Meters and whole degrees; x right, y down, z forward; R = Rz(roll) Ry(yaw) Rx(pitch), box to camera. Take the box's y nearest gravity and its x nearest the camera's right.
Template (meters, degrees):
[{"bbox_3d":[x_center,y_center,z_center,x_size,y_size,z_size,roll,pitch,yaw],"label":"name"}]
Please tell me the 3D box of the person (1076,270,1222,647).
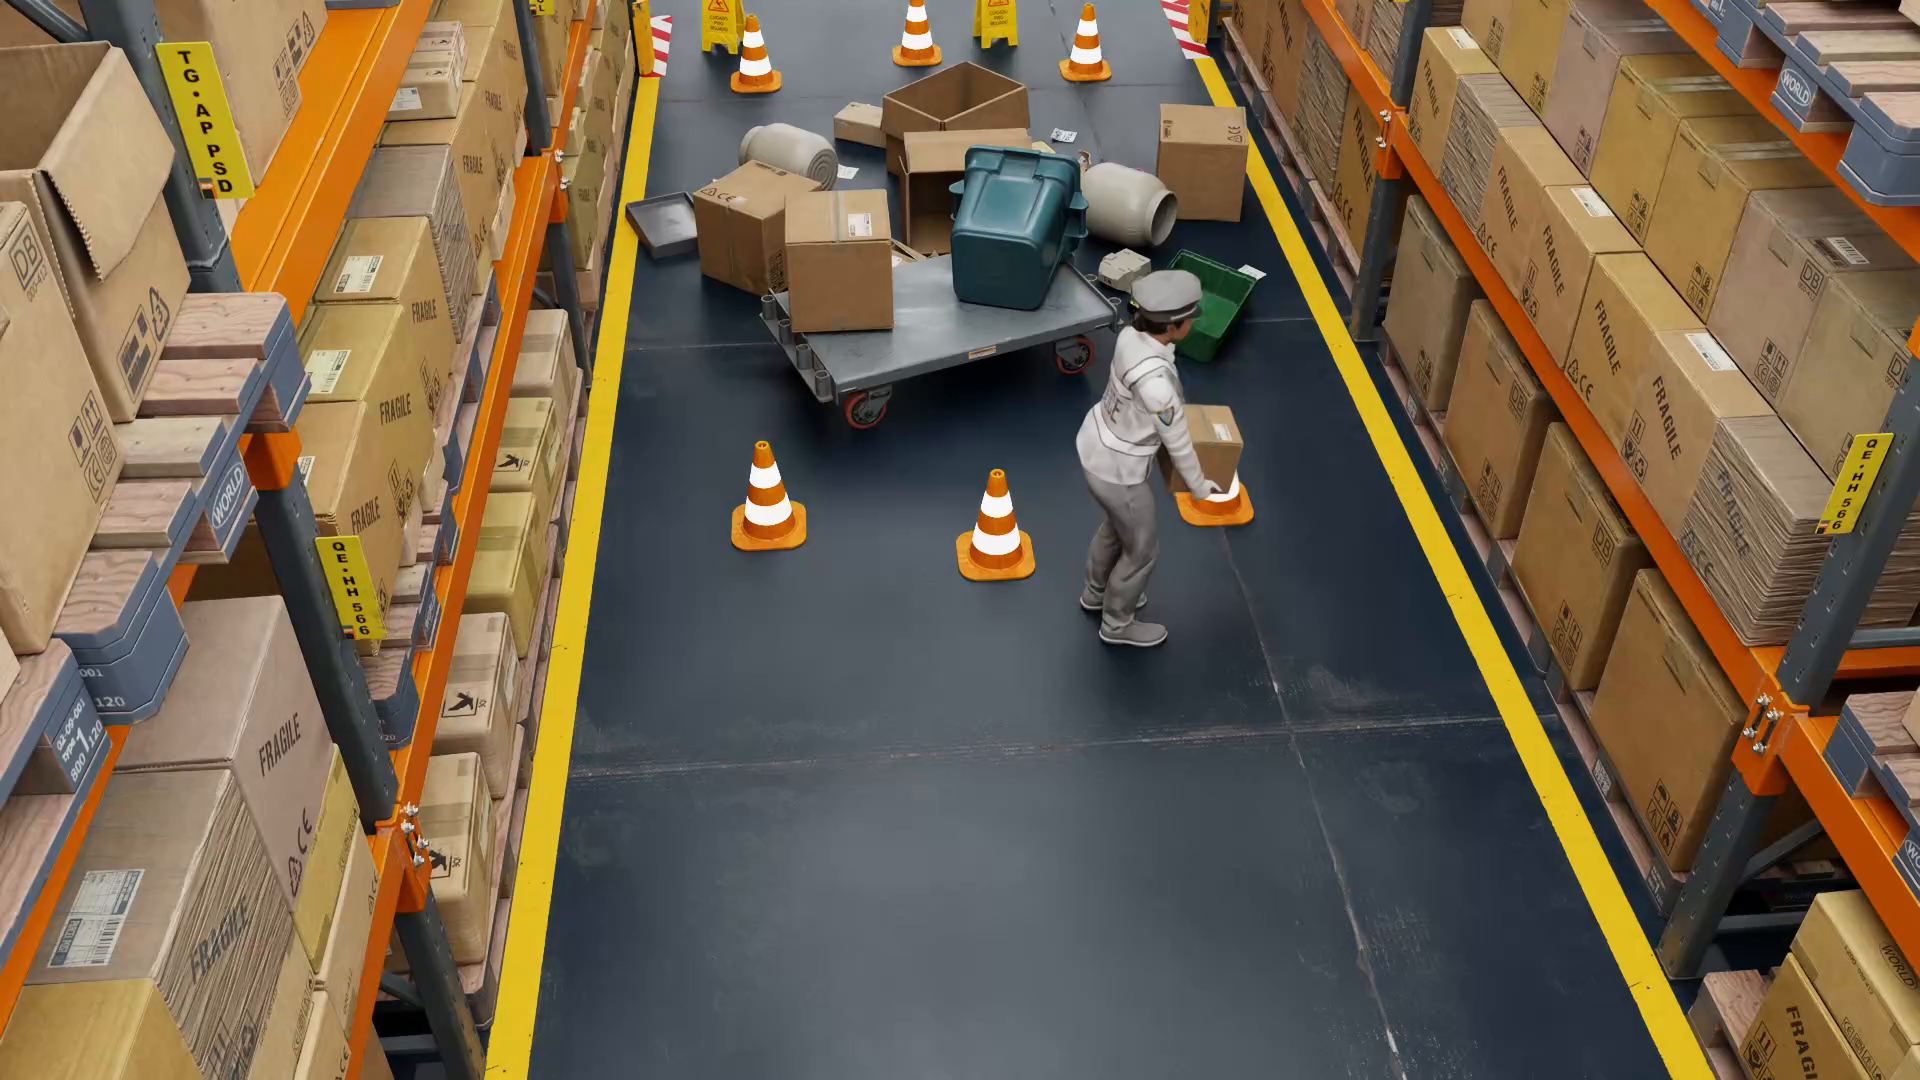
[{"bbox_3d":[0.730,-0.296,6.535,0.551,1.648,0.416,-4,40,-5],"label":"person"}]
